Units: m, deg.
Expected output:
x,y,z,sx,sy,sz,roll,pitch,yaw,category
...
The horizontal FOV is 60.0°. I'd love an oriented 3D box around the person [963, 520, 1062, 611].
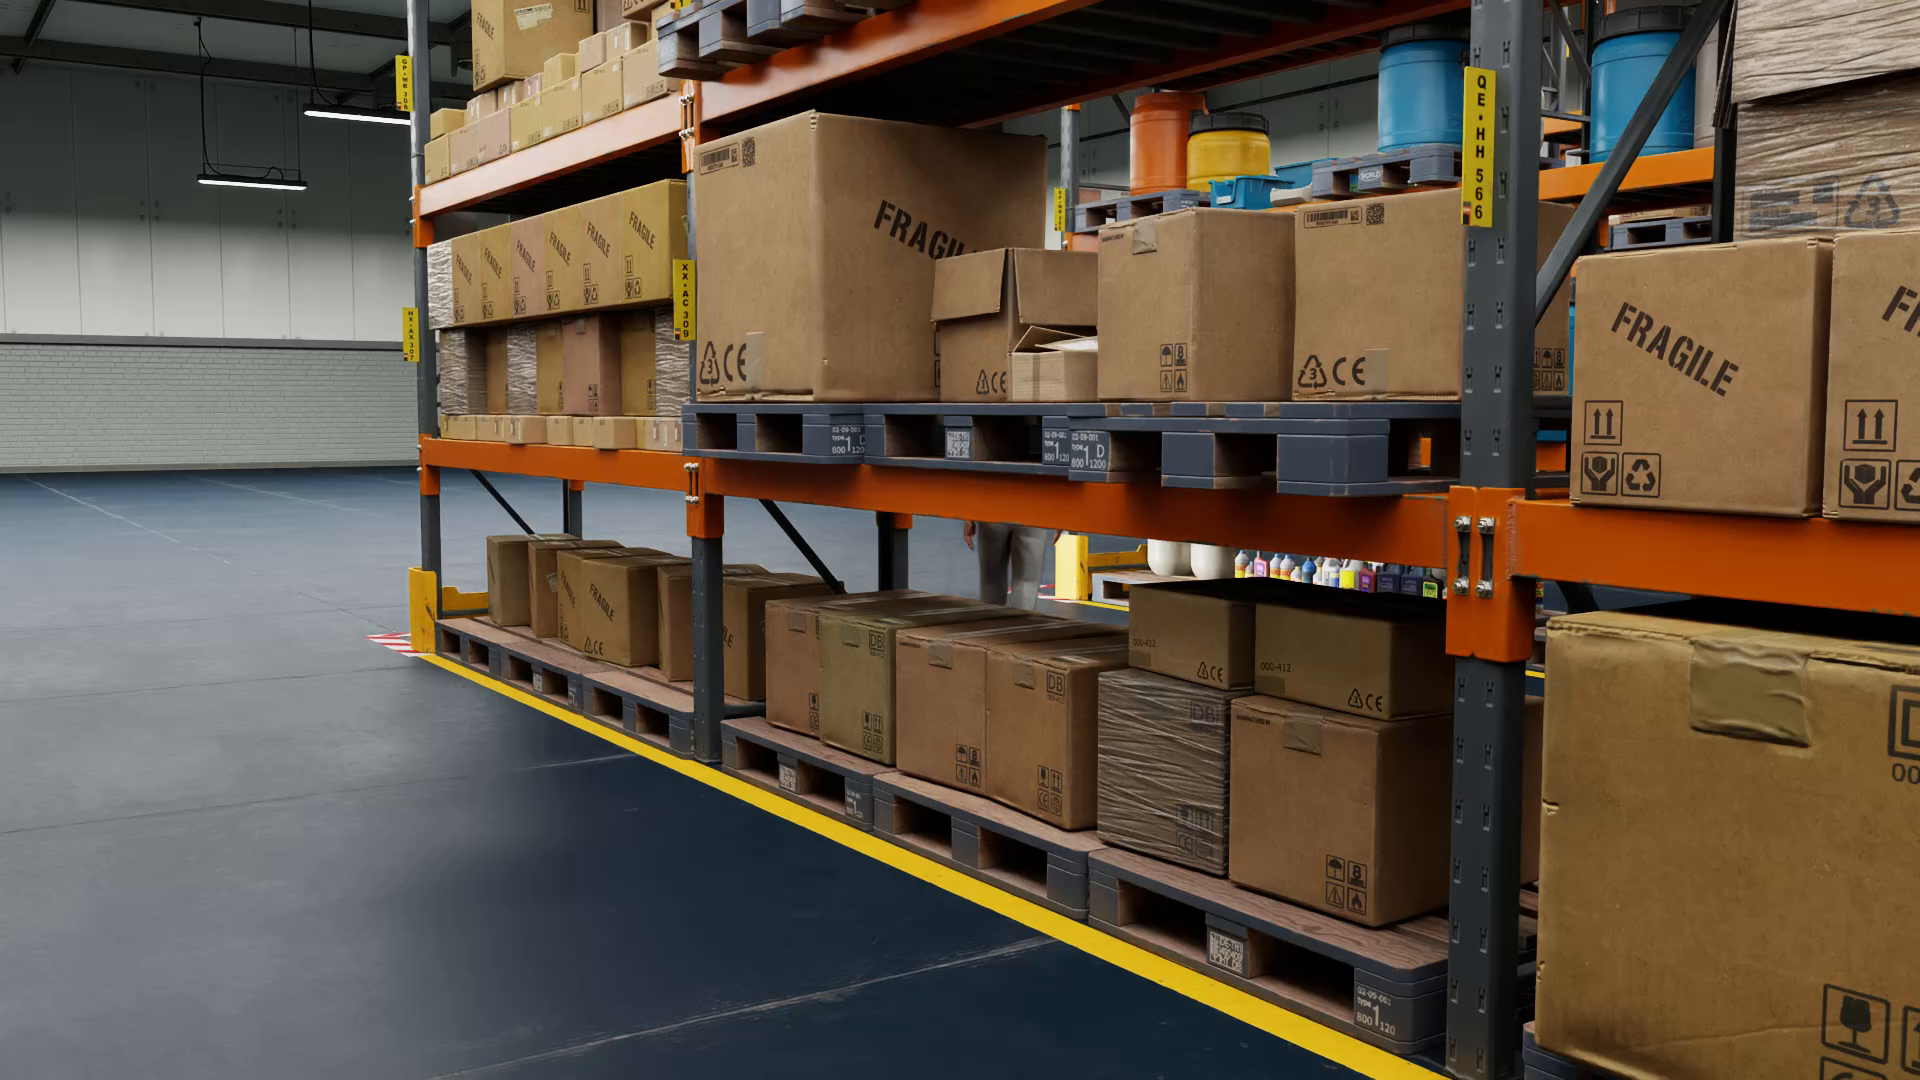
x,y,z,sx,sy,sz,roll,pitch,yaw,category
0.329,-0.157,9.497,0.546,1.754,0.707,1,5,12,person
